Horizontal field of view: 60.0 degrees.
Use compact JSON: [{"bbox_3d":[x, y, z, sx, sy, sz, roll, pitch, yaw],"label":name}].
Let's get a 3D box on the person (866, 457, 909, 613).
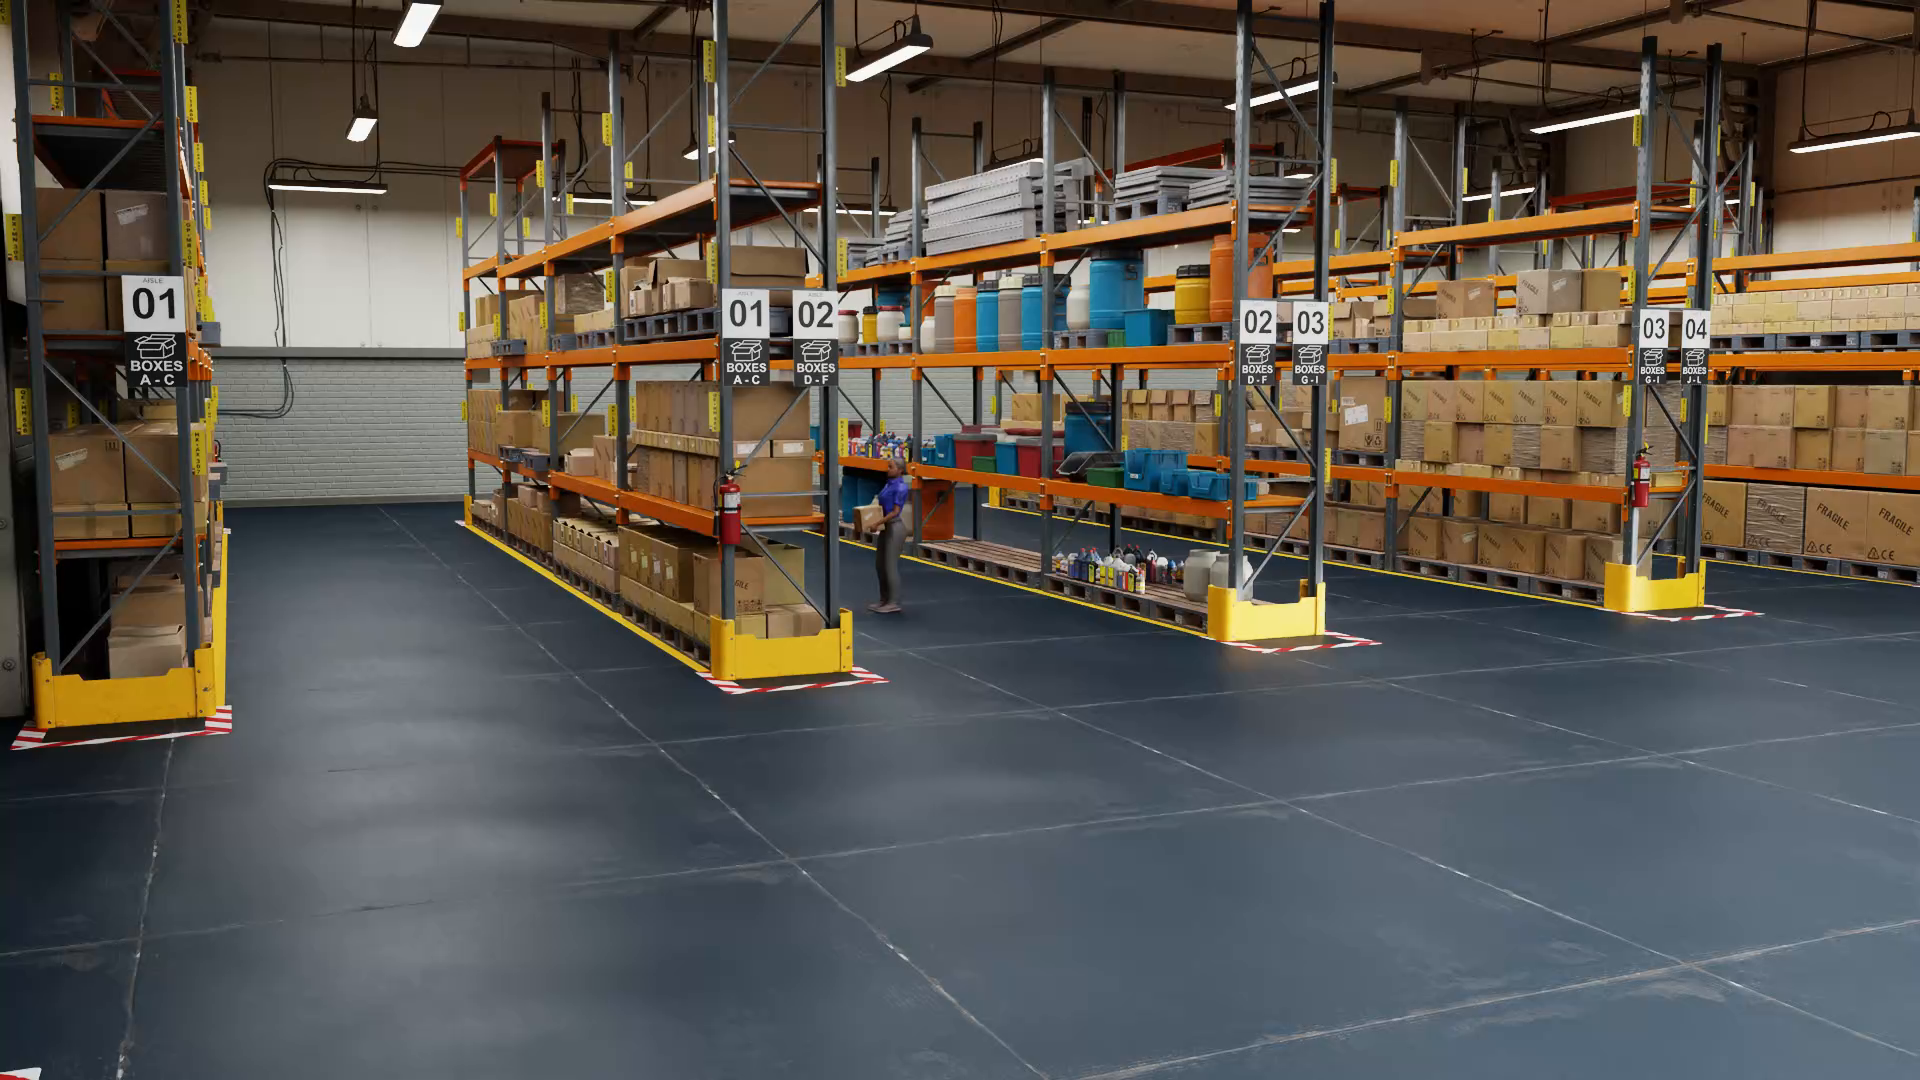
[{"bbox_3d":[-0.811,-0.059,17.696,0.500,1.647,0.450,-2,6,-23],"label":"person"}]
